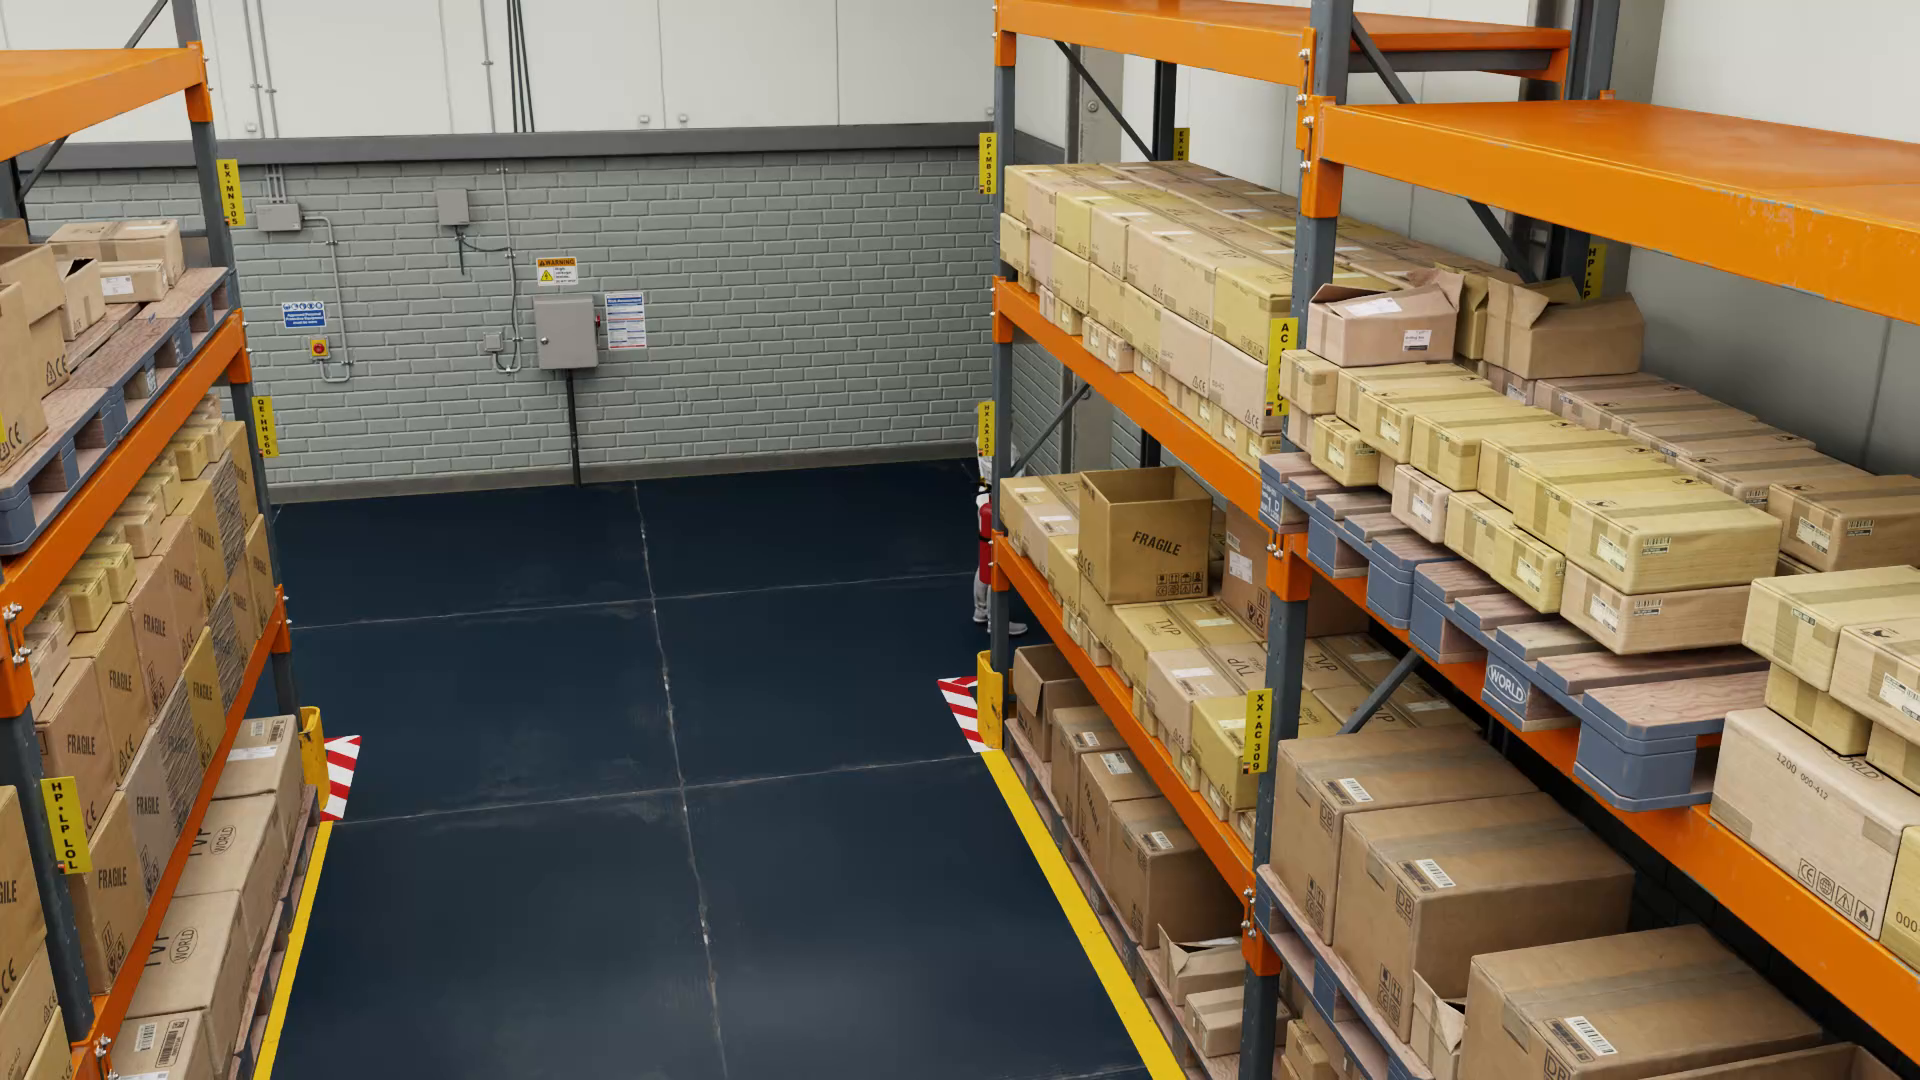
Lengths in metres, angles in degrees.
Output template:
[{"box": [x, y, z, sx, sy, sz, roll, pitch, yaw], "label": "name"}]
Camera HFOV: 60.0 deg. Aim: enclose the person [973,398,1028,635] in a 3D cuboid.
[{"box": [0.276, -0.183, 11.473, 0.355, 1.690, 0.490, -8, 21, -20], "label": "person"}]
